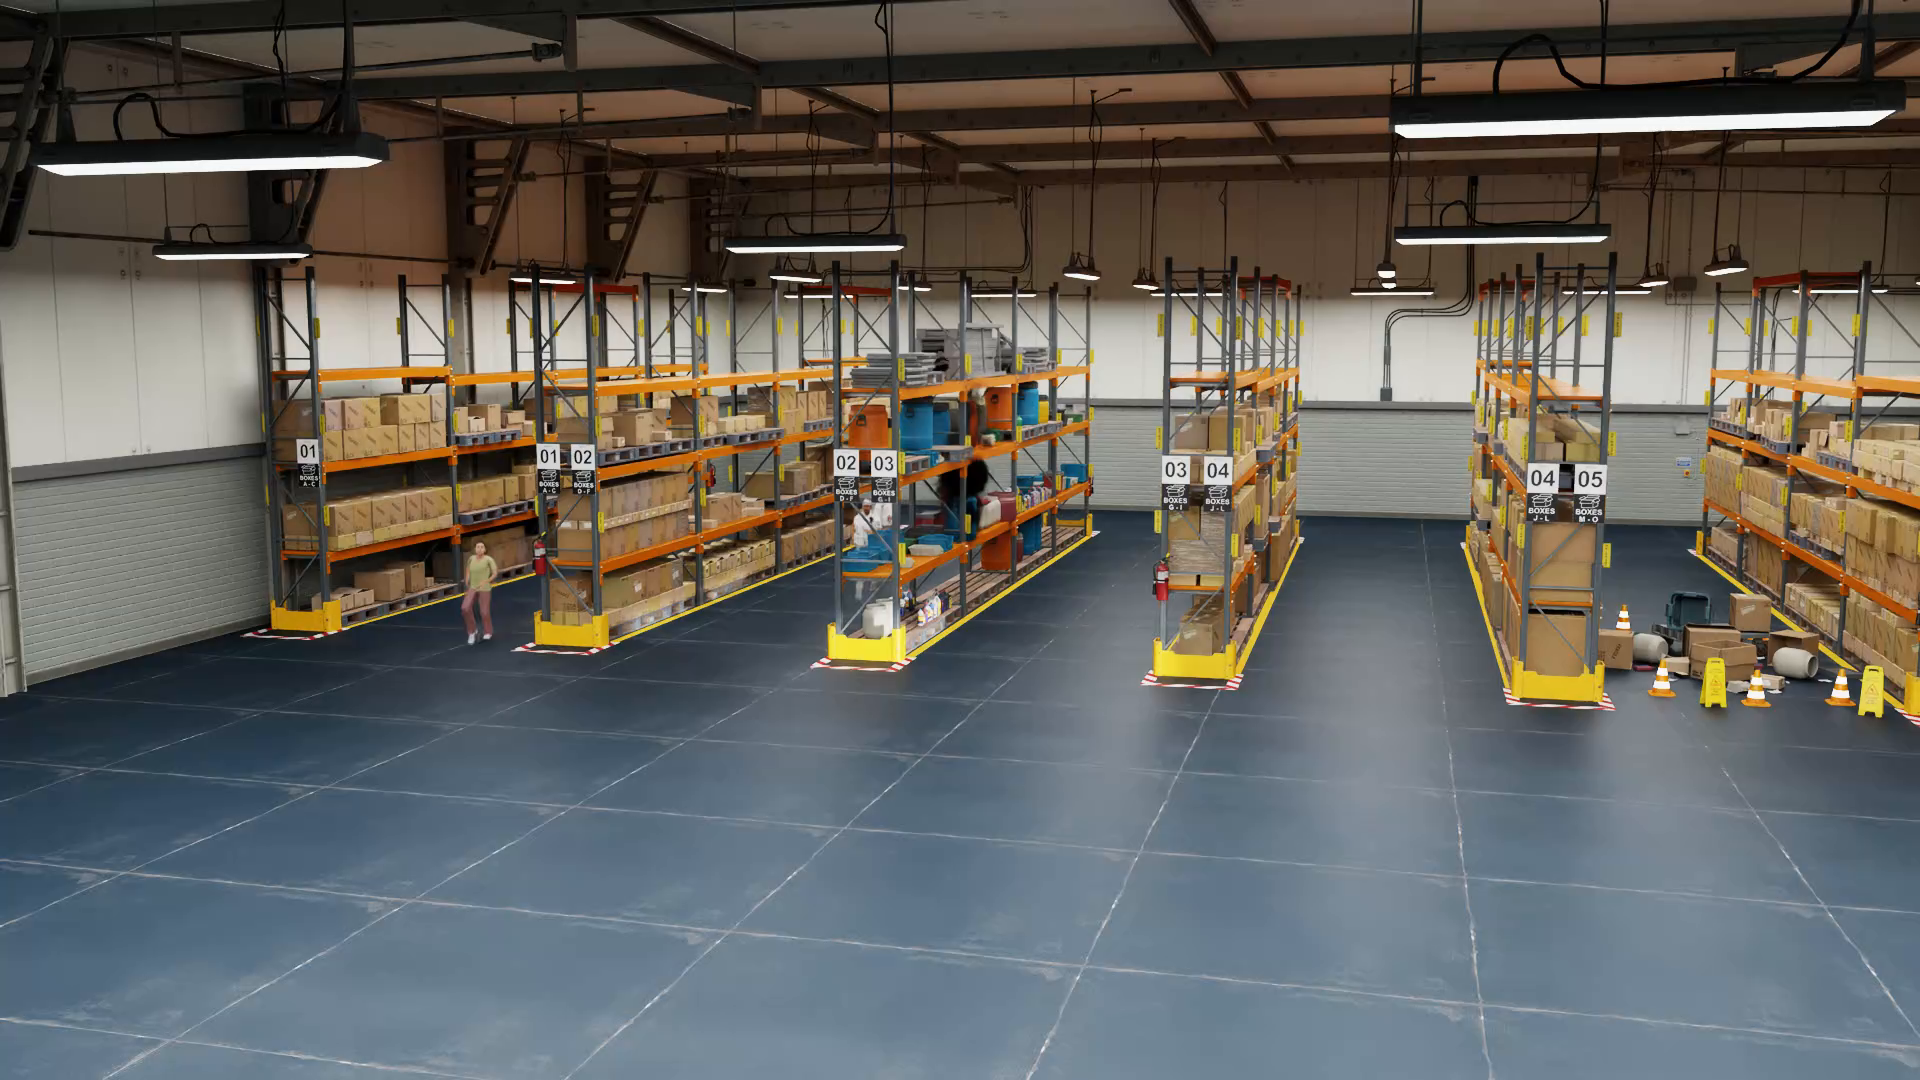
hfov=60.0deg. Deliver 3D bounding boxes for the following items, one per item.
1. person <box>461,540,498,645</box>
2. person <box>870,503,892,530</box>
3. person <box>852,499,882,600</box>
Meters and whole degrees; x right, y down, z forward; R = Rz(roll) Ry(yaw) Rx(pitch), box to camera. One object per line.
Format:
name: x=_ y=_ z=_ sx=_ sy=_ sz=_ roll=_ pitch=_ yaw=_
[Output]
person: x=-7.659 y=0.824 z=26.549 sx=0.589 sy=1.674 sz=0.668 roll=1 pitch=7 yaw=8
person: x=-1.635 y=-0.332 z=35.214 sx=0.635 sy=1.729 sz=0.615 roll=1 pitch=7 yaw=6
person: x=-1.663 y=0.149 z=29.595 sx=0.579 sy=1.764 sz=0.728 roll=1 pitch=7 yaw=6
